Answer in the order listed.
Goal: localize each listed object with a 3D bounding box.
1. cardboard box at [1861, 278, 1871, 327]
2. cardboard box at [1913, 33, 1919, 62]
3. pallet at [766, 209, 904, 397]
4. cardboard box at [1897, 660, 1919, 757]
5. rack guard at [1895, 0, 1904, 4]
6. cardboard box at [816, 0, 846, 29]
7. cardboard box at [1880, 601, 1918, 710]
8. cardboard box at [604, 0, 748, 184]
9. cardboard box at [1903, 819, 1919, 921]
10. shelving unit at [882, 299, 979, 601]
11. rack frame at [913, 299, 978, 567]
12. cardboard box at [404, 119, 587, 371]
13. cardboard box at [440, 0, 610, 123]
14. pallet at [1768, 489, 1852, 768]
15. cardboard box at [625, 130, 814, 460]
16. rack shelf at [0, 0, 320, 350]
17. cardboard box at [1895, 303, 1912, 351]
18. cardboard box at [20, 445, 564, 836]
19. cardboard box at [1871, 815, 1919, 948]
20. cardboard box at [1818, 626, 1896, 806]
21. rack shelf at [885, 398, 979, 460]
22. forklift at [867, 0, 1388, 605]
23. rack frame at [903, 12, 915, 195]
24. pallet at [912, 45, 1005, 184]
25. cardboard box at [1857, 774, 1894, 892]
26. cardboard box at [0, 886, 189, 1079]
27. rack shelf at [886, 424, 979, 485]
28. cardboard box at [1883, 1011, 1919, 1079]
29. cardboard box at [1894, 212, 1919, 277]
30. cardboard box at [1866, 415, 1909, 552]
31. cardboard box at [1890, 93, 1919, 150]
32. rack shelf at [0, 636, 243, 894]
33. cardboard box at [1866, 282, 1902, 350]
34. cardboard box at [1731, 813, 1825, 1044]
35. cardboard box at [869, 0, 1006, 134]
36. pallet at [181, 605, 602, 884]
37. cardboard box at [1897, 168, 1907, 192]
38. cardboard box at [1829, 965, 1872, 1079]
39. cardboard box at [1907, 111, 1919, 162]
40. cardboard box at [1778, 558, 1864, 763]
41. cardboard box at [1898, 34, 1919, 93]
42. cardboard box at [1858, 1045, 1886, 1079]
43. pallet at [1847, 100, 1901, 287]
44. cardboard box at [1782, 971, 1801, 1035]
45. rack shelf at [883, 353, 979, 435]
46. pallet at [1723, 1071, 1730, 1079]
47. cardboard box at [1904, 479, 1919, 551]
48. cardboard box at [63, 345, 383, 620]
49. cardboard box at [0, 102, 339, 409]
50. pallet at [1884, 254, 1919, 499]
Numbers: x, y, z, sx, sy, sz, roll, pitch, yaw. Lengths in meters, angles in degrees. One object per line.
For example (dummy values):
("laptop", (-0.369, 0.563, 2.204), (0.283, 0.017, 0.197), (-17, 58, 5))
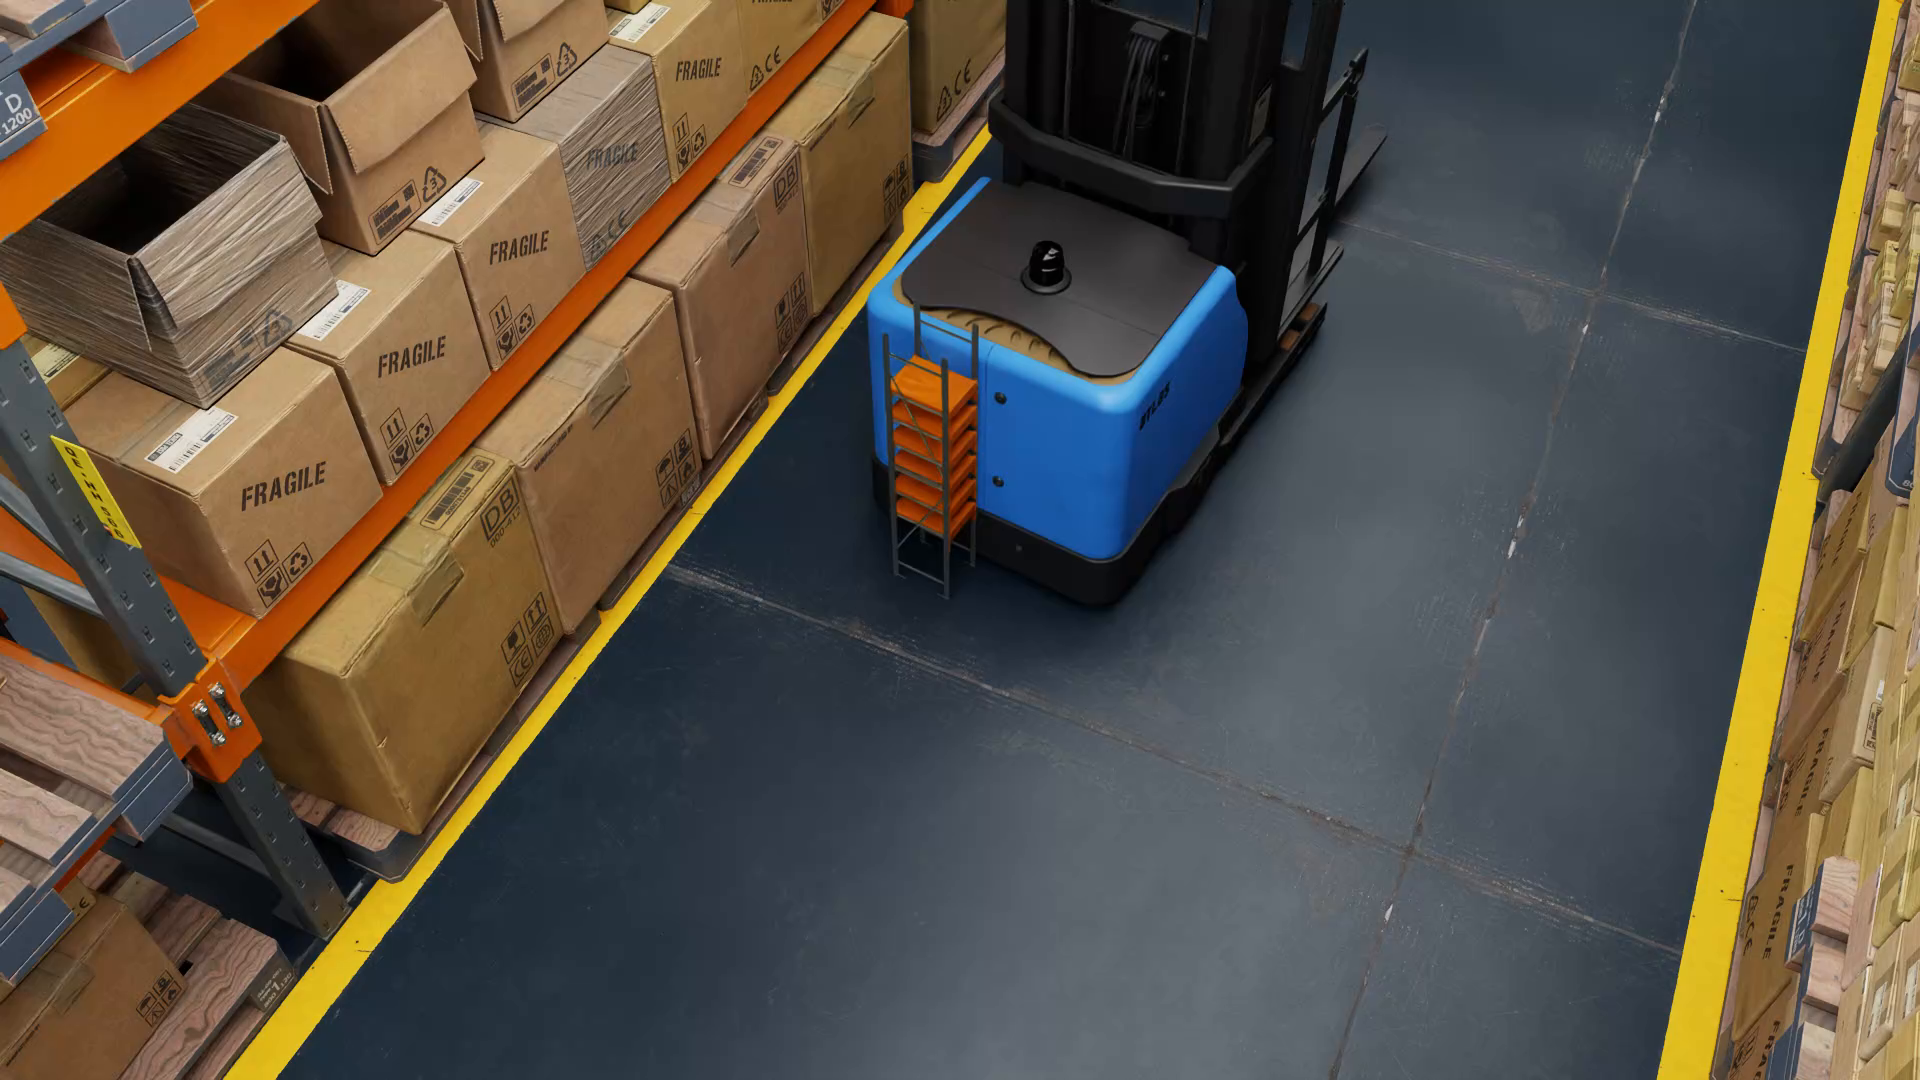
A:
("cardboard box", (3.856, -0.942, 6.678), (0.380, 0.149, 0.250), (18, 52, 15))
("cardboard box", (4.608, -2.271, 7.613), (0.380, 0.149, 0.250), (21, 53, 17))
("pallet", (-0.948, -1.218, 7.147), (1.003, 0.211, 1.213), (20, 52, 16))
("cardboard box", (2.284, 0.412, 3.624), (0.380, 0.149, 0.250), (19, 52, 16))
("rack guard", (5.432, -2.886, 8.377), (1.175, 0.500, 0.348), (20, 52, 16))
("cardboard box", (-0.639, -2.299, 6.171), (0.500, 0.500, 0.500), (20, 52, 16))
("cardboard box", (2.394, 0.335, 3.884), (0.380, 0.149, 0.250), (21, 53, 17))
("cardboard box", (-1.074, -1.598, 5.575), (0.500, 0.500, 0.500), (19, 52, 16))
("cardboard box", (2.062, 0.674, 3.206), (0.380, 0.149, 0.250), (21, 53, 17))
("shelving unit", (-0.094, -0.277, 5.697), (0.258, 1.200, 0.189), (25, 54, 20))
("rack frame", (-0.046, -0.336, 5.748), (0.240, 1.200, 0.006), (25, 54, 20))
("cardboard box", (-1.507, -0.911, 4.990), (0.500, 0.500, 0.500), (19, 52, 15))
("cardboard box", (-1.507, -1.690, 4.994), (0.797, 0.503, 0.637), (21, 53, 17))
("pallet", (3.424, 0.447, 5.731), (1.003, 0.211, 1.213), (20, 52, 16))
("cardboard box", (-1.322, -1.062, 6.303), (1.225, 0.875, 0.875), (18, 52, 15))
("rack shelf", (-1.541, -2.039, 4.518), (1.077, 0.370, 4.000), (20, 52, 16))
("cardboard box", (3.672, -0.728, 6.106), (0.380, 0.149, 0.250), (21, 53, 17))
("cardboard box", (-2.081, 0.161, 5.263), (1.225, 0.875, 0.875), (18, 52, 14))
("cardboard box", (2.068, 0.755, 3.332), (0.380, 0.149, 0.250), (21, 53, 17))
("cardboard box", (2.754, 0.577, 4.662), (0.500, 0.250, 0.500), (22, 53, 17))
("rack shelf", (-0.094, -0.403, 5.549), (0.258, 0.103, 0.180), (25, 54, 20))
("forklift", (0.870, -1.830, 5.883), (1.130, 2.935, 3.031), (25, 54, 20))
("rack frame", (-0.686, -2.677, 6.558), (1.000, 3.000, 0.127), (20, 52, 16))
("pallet", (-0.290, -2.272, 8.044), (1.003, 0.211, 1.213), (20, 52, 16))
("cardboard box", (2.169, 0.699, 3.575), (0.380, 0.149, 0.250), (19, 52, 16))
("cardboard box", (-2.663, 1.213, 4.601), (0.700, 0.500, 0.500), (17, 52, 14))
("rack shelf", (-0.094, -0.326, 5.640), (0.258, 0.103, 0.180), (25, 54, 20))
("cardboard box", (1.841, 1.027, 2.906), (0.380, 0.149, 0.250), (18, 52, 15))
("cardboard box", (3.845, -1.091, 6.414), (0.380, 0.149, 0.250), (19, 52, 16))
("cardboard box", (3.201, -0.140, 5.273), (0.500, 0.250, 0.500), (18, 52, 15))
("cardboard box", (4.397, -1.833, 7.437), (0.380, 0.149, 0.250), (17, 52, 14))
("rack shelf", (-3.249, 1.688, 3.317), (1.077, 0.370, 4.000), (20, 52, 16))
("cardboard box", (3.707, -0.813, 6.373), (0.380, 0.149, 0.250), (18, 52, 14))
("cardboard box", (2.528, 1.171, 4.650), (0.500, 0.500, 0.500), (18, 52, 14))
("cardboard box", (-0.332, -2.553, 7.572), (0.875, 0.875, 0.875), (20, 52, 16))
("pallet", (-1.990, 0.463, 5.718), (1.003, 0.211, 1.213), (20, 52, 16))
("cardboard box", (4.229, -1.457, 7.117), (0.380, 0.149, 0.250), (21, 53, 17))
("cardboard box", (1.949, 1.046, 3.279), (0.380, 0.149, 0.250), (20, 52, 16))
("cardboard box", (4.163, -1.650, 6.890), (0.380, 0.149, 0.250), (18, 52, 15))
("cardboard box", (2.975, 0.468, 5.248), (0.500, 0.500, 0.500), (22, 53, 18))
("cardboard box", (4.605, -2.183, 7.734), (0.380, 0.149, 0.250), (20, 53, 17))
("cardboard box", (1.846, 1.121, 3.020), (0.380, 0.149, 0.250), (21, 53, 17))
("pallet", (4.530, -1.407, 7.309), (1.003, 0.211, 1.213), (20, 52, 16))
("cardboard box", (2.307, 1.284, 4.061), (0.500, 0.250, 0.500), (20, 53, 17))
("rack shelf", (-0.094, -0.481, 5.457), (0.258, 0.103, 0.180), (25, 54, 20))
("pallet", (2.382, 2.127, 4.302), (1.003, 0.211, 1.213), (20, 52, 16))
("cardboard box", (2.618, -0.026, 4.192), (0.380, 0.149, 0.250), (19, 52, 15))
("cardboard box", (-1.941, -0.201, 4.386), (0.500, 0.500, 0.500), (21, 53, 17))
("cardboard box", (-2.068, -0.778, 4.219), (0.797, 0.503, 0.637), (21, 53, 17))
("pallet", (3.297, -0.453, 4.792), (1.003, 0.211, 1.213), (20, 52, 16))
